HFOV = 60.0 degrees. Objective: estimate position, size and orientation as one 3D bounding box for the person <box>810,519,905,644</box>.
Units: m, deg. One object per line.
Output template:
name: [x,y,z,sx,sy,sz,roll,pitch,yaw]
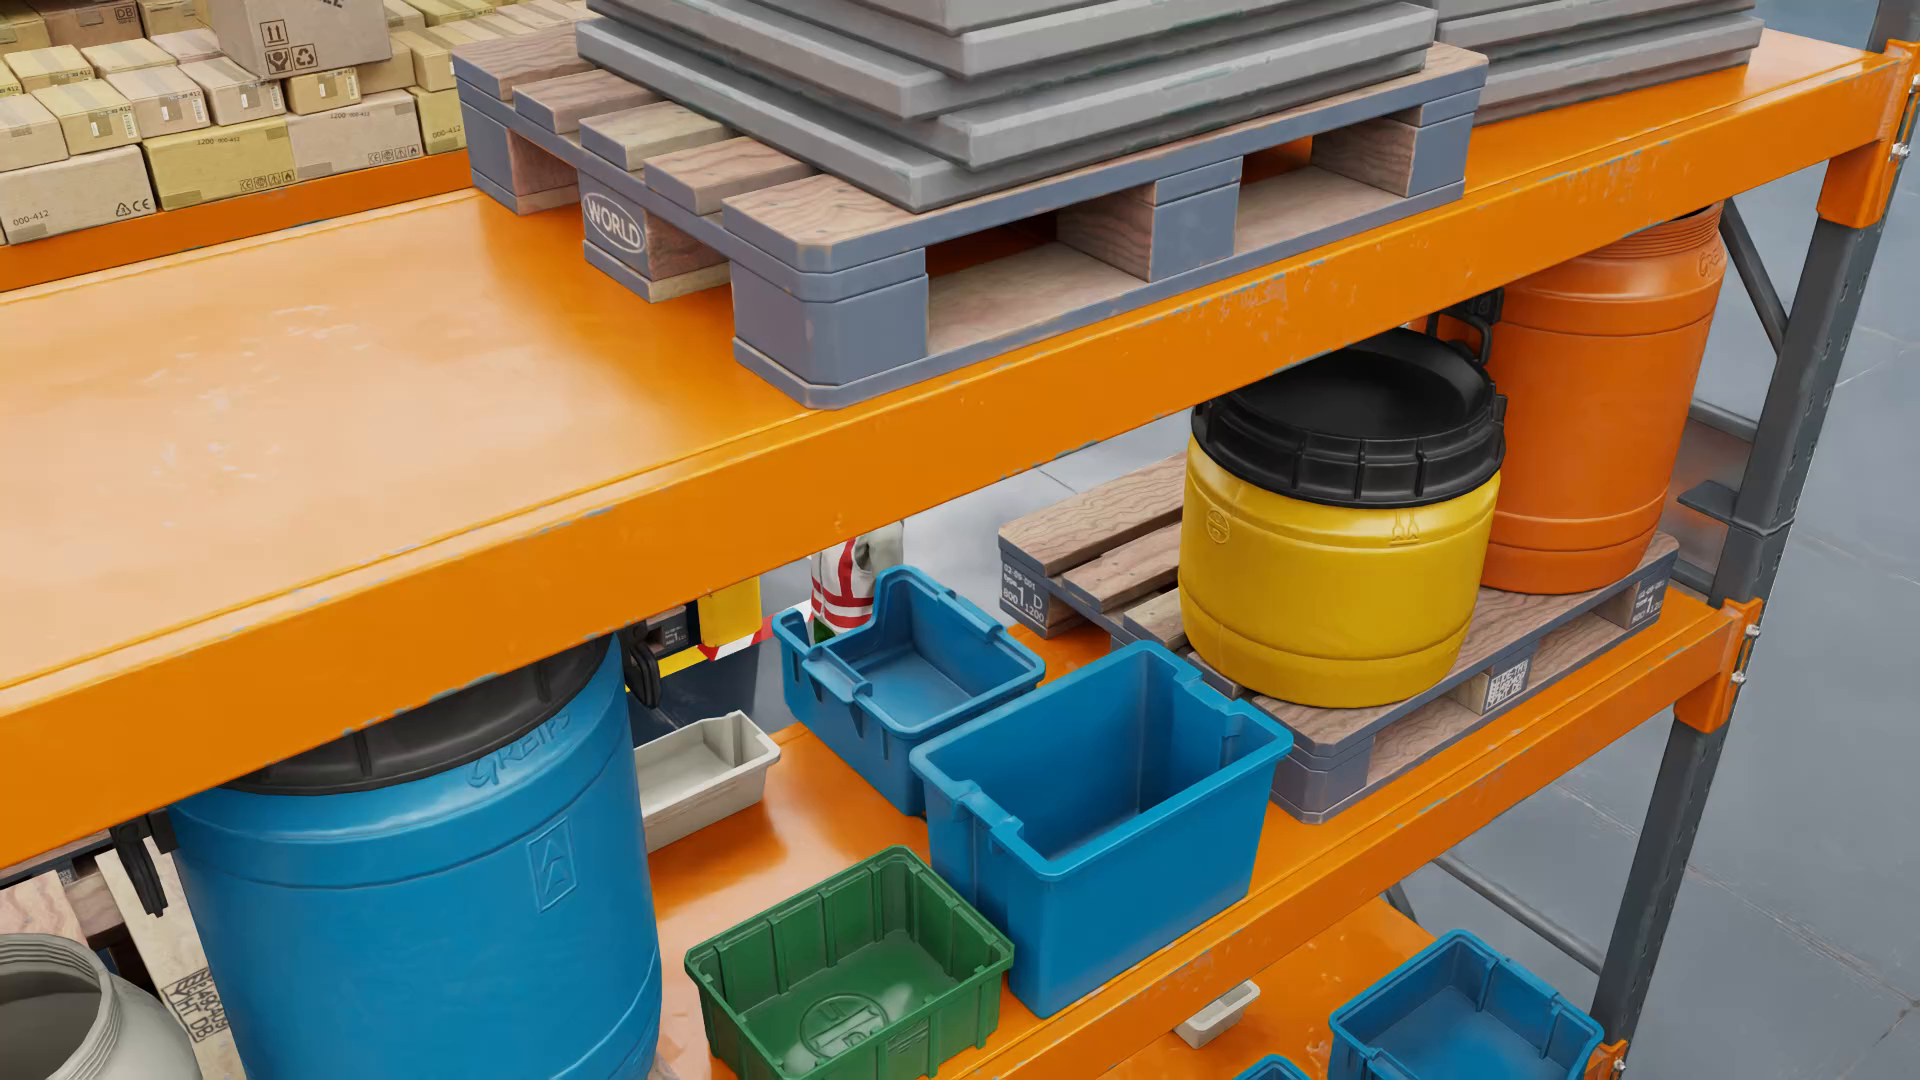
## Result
person: [-0.459,0.350,7.228,0.341,1.797,0.524,-21,38,-30]
